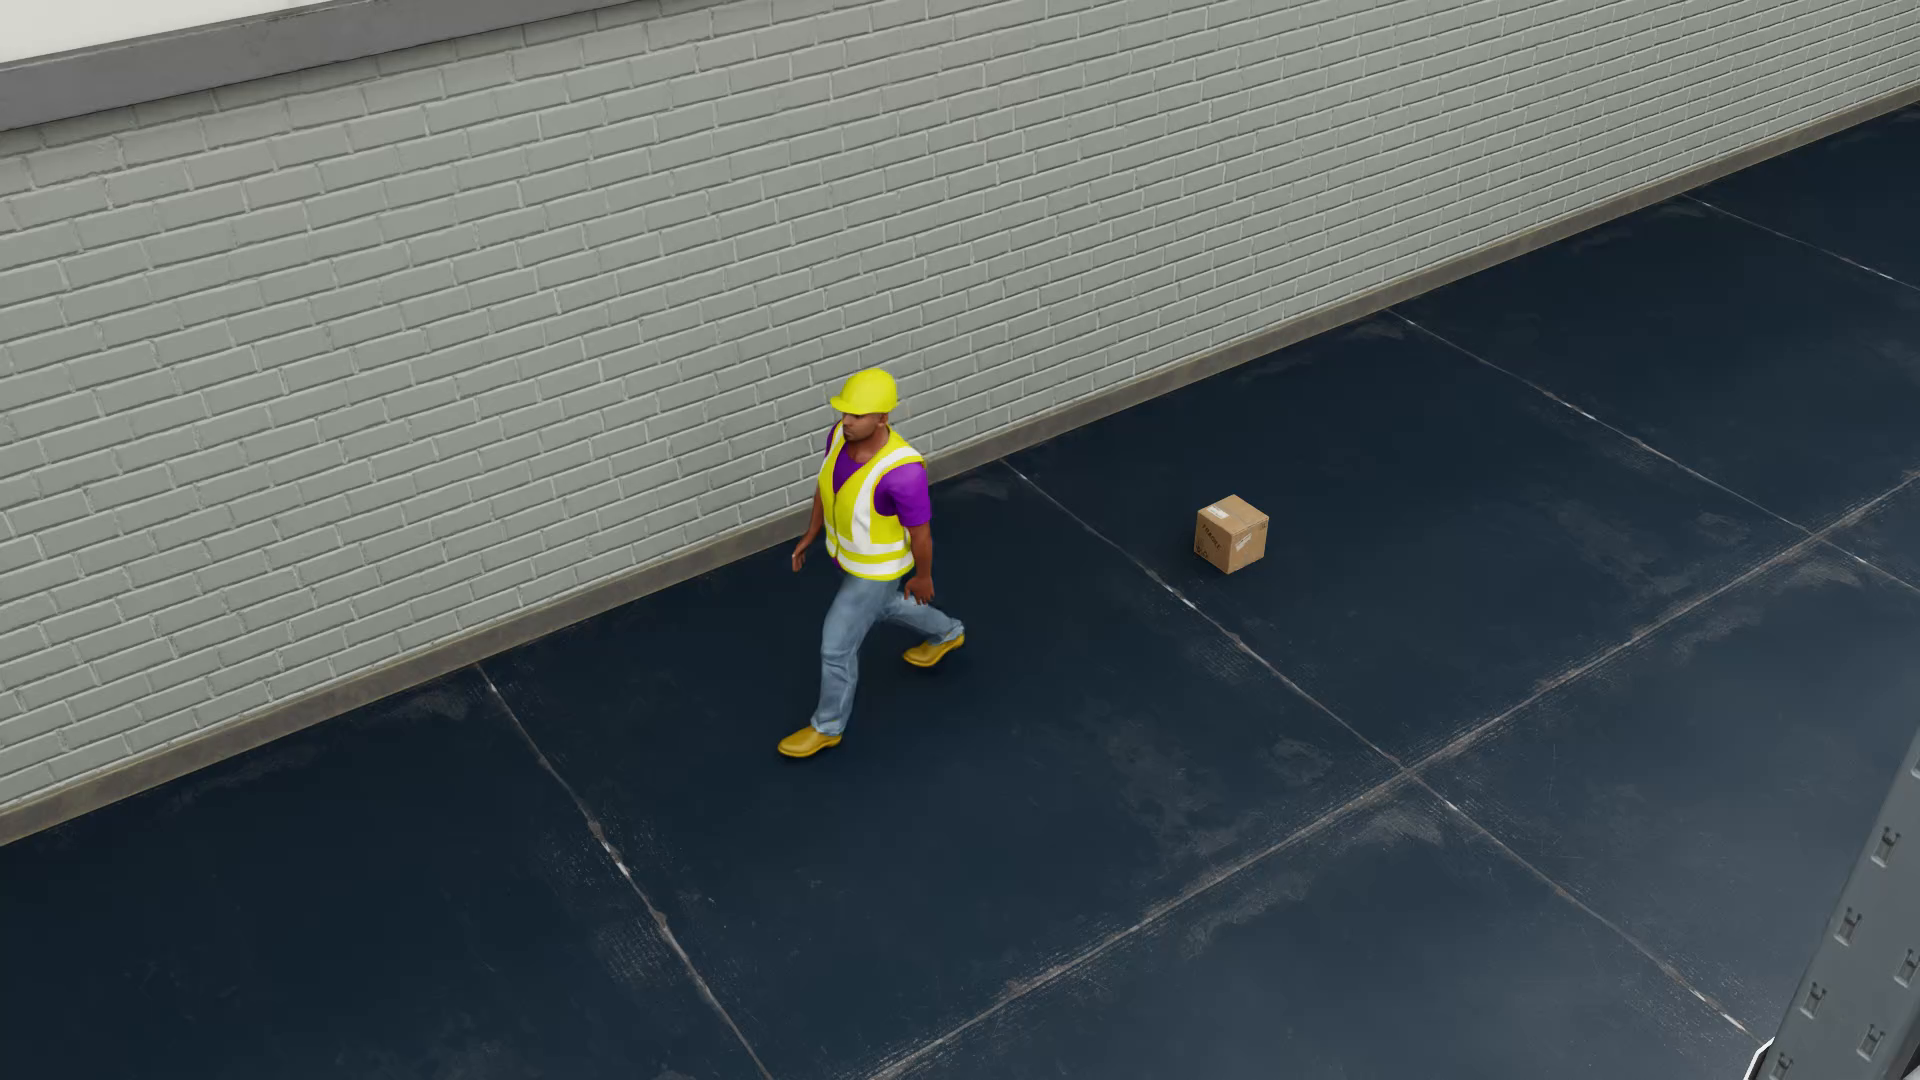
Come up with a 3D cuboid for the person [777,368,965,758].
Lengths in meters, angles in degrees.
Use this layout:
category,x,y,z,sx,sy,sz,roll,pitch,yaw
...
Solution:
category,x,y,z,sx,sy,sz,roll,pitch,yaw
person,-0.384,0.051,6.914,1.037,1.725,0.564,-20,41,-25
